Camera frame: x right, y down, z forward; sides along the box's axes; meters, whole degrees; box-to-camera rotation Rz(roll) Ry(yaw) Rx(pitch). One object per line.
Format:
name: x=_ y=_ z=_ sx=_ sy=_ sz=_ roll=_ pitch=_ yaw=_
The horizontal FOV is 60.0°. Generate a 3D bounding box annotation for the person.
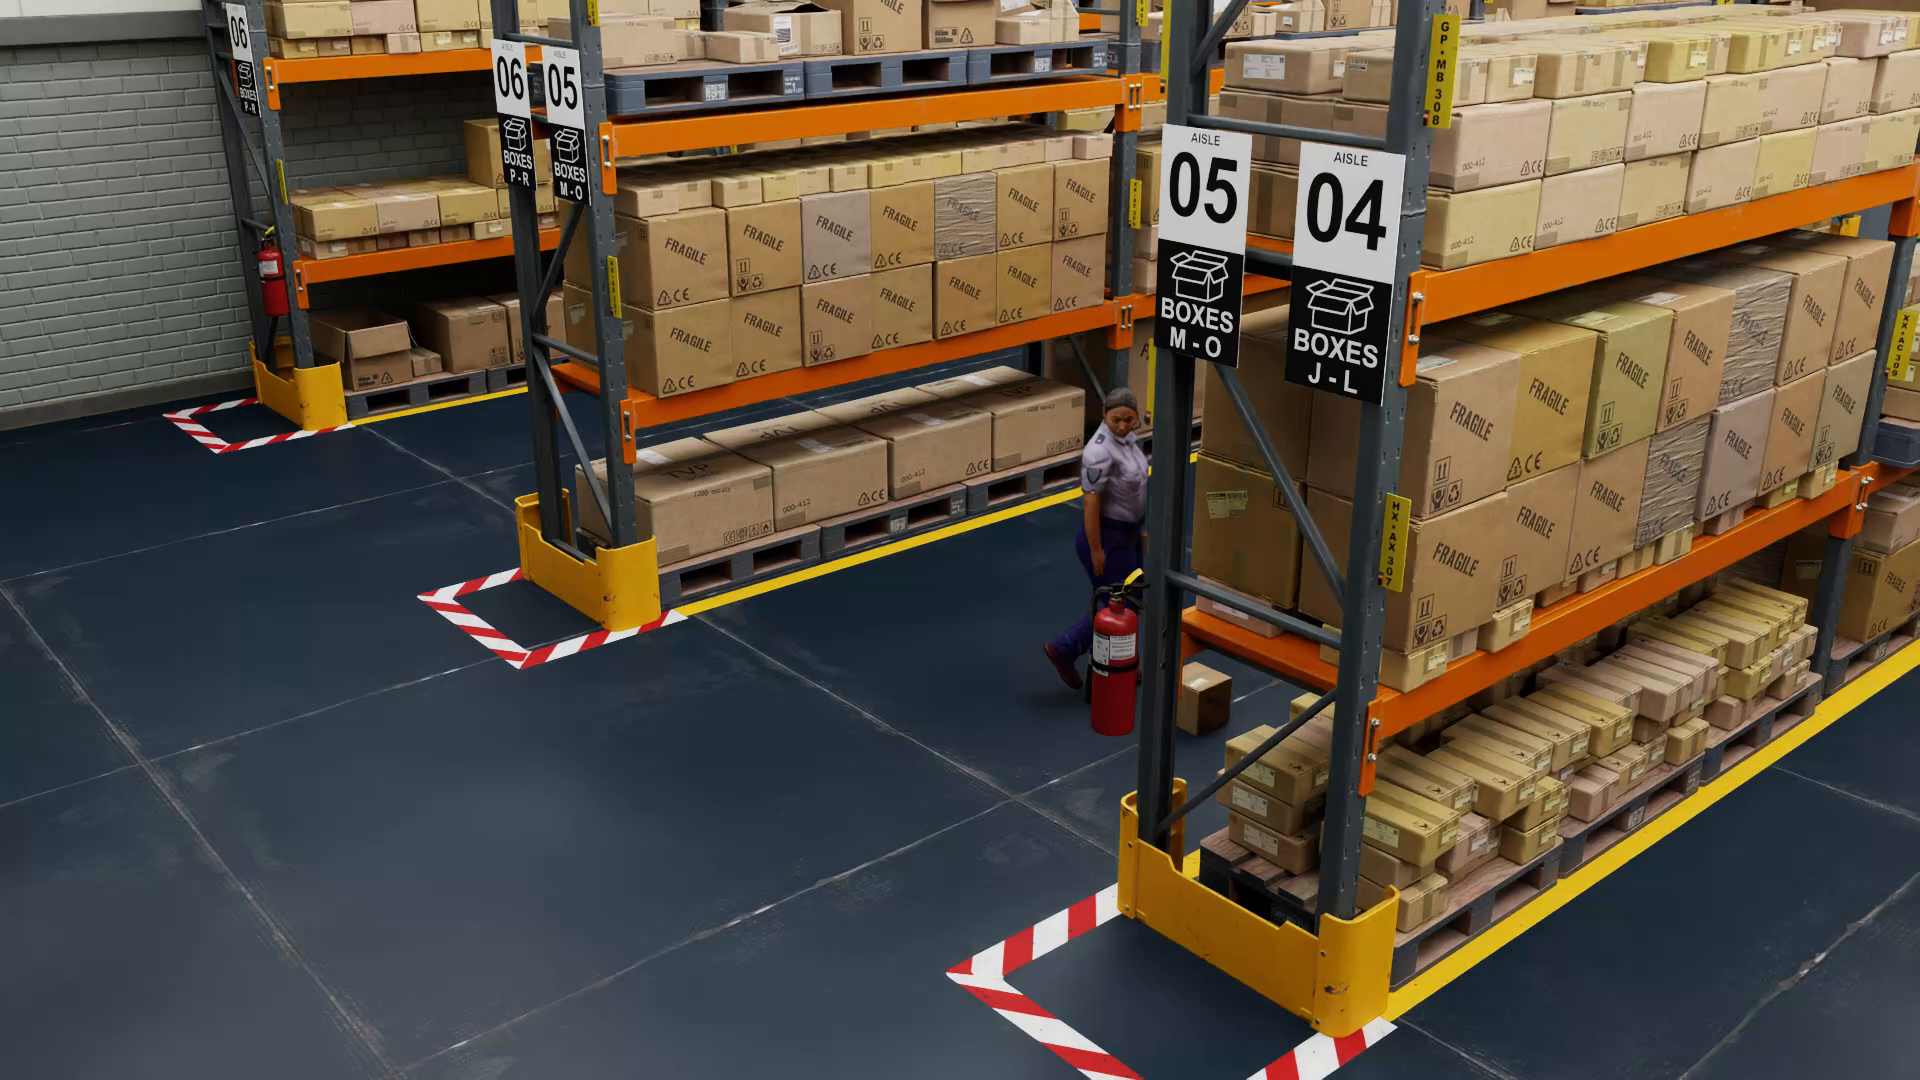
person: x=0.757 y=0.001 z=8.564 sx=0.556 sy=1.645 sz=0.525 roll=7 pitch=22 yaw=16
